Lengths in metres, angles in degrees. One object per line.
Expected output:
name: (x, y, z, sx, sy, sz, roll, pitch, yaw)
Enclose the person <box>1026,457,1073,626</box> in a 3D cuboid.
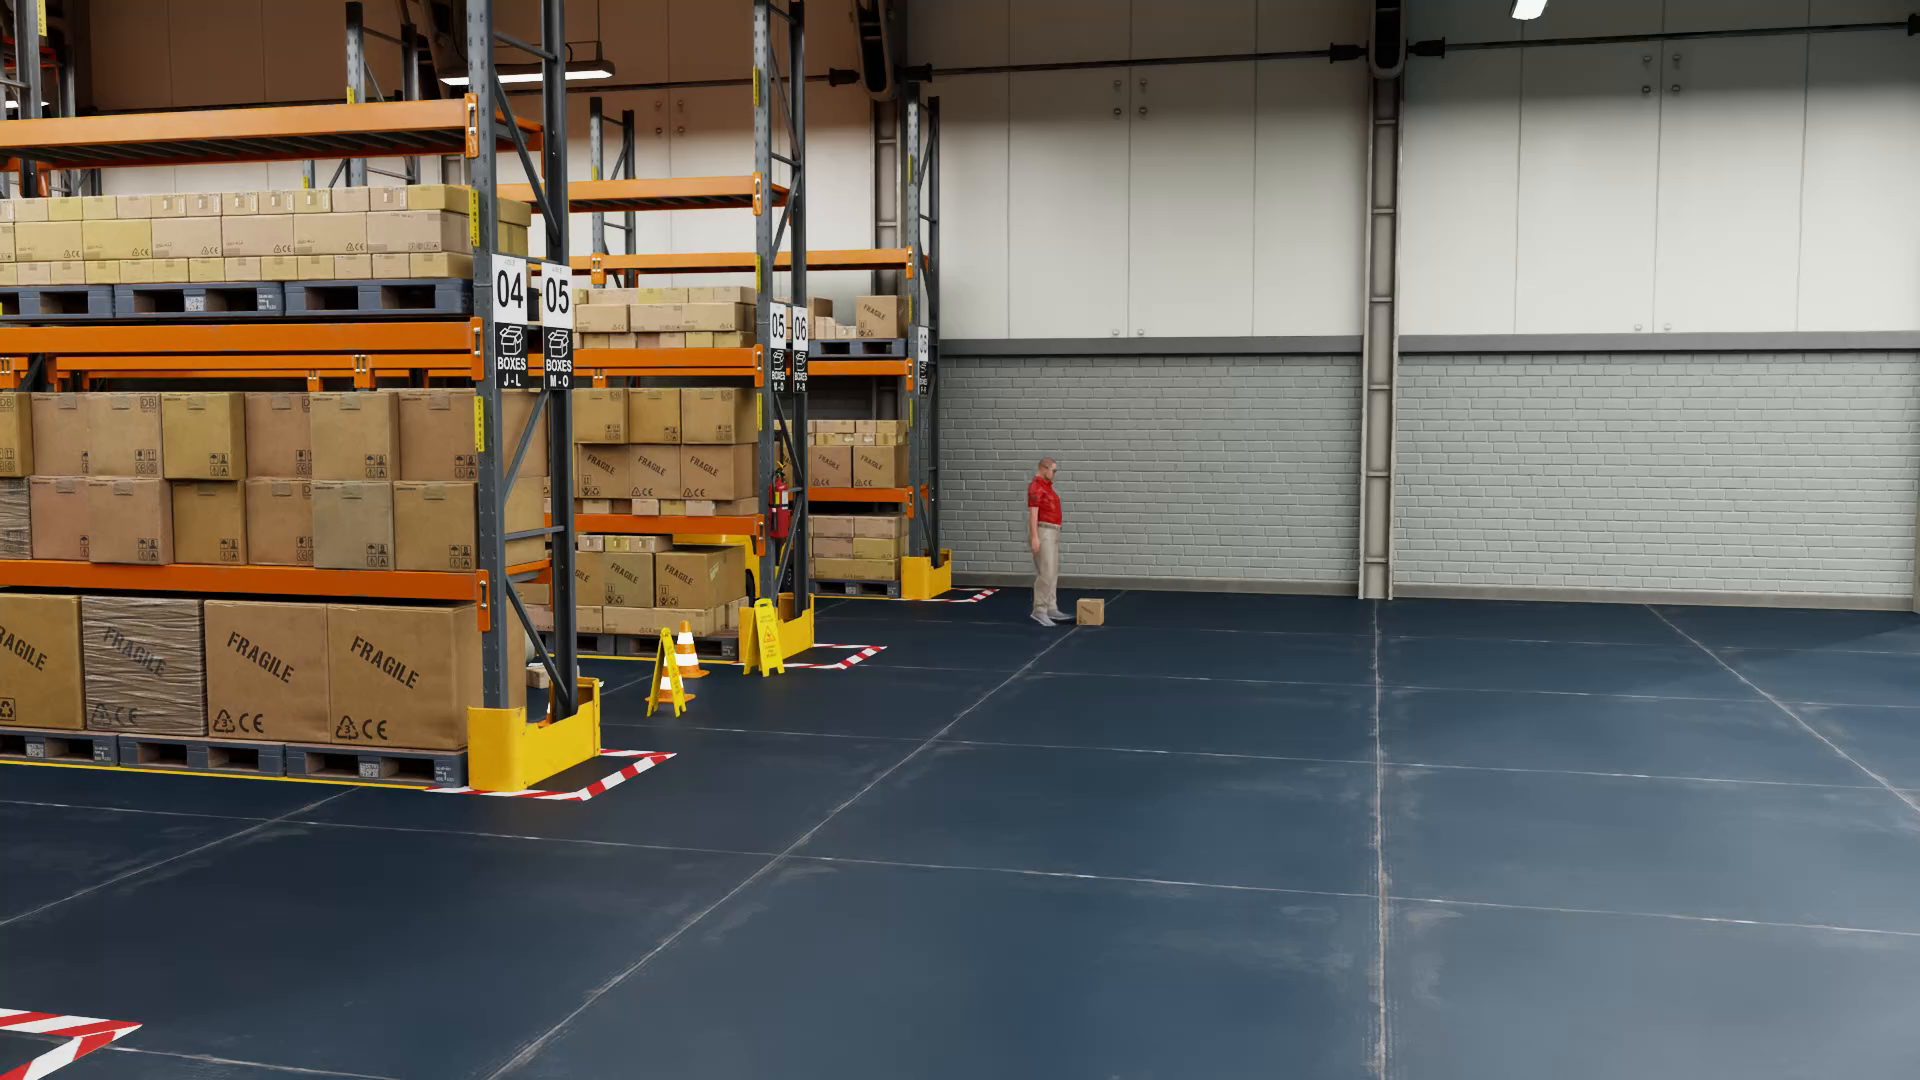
person: (0.947, 0.020, 17.496, 0.477, 1.783, 0.605, 1, 5, 13)
